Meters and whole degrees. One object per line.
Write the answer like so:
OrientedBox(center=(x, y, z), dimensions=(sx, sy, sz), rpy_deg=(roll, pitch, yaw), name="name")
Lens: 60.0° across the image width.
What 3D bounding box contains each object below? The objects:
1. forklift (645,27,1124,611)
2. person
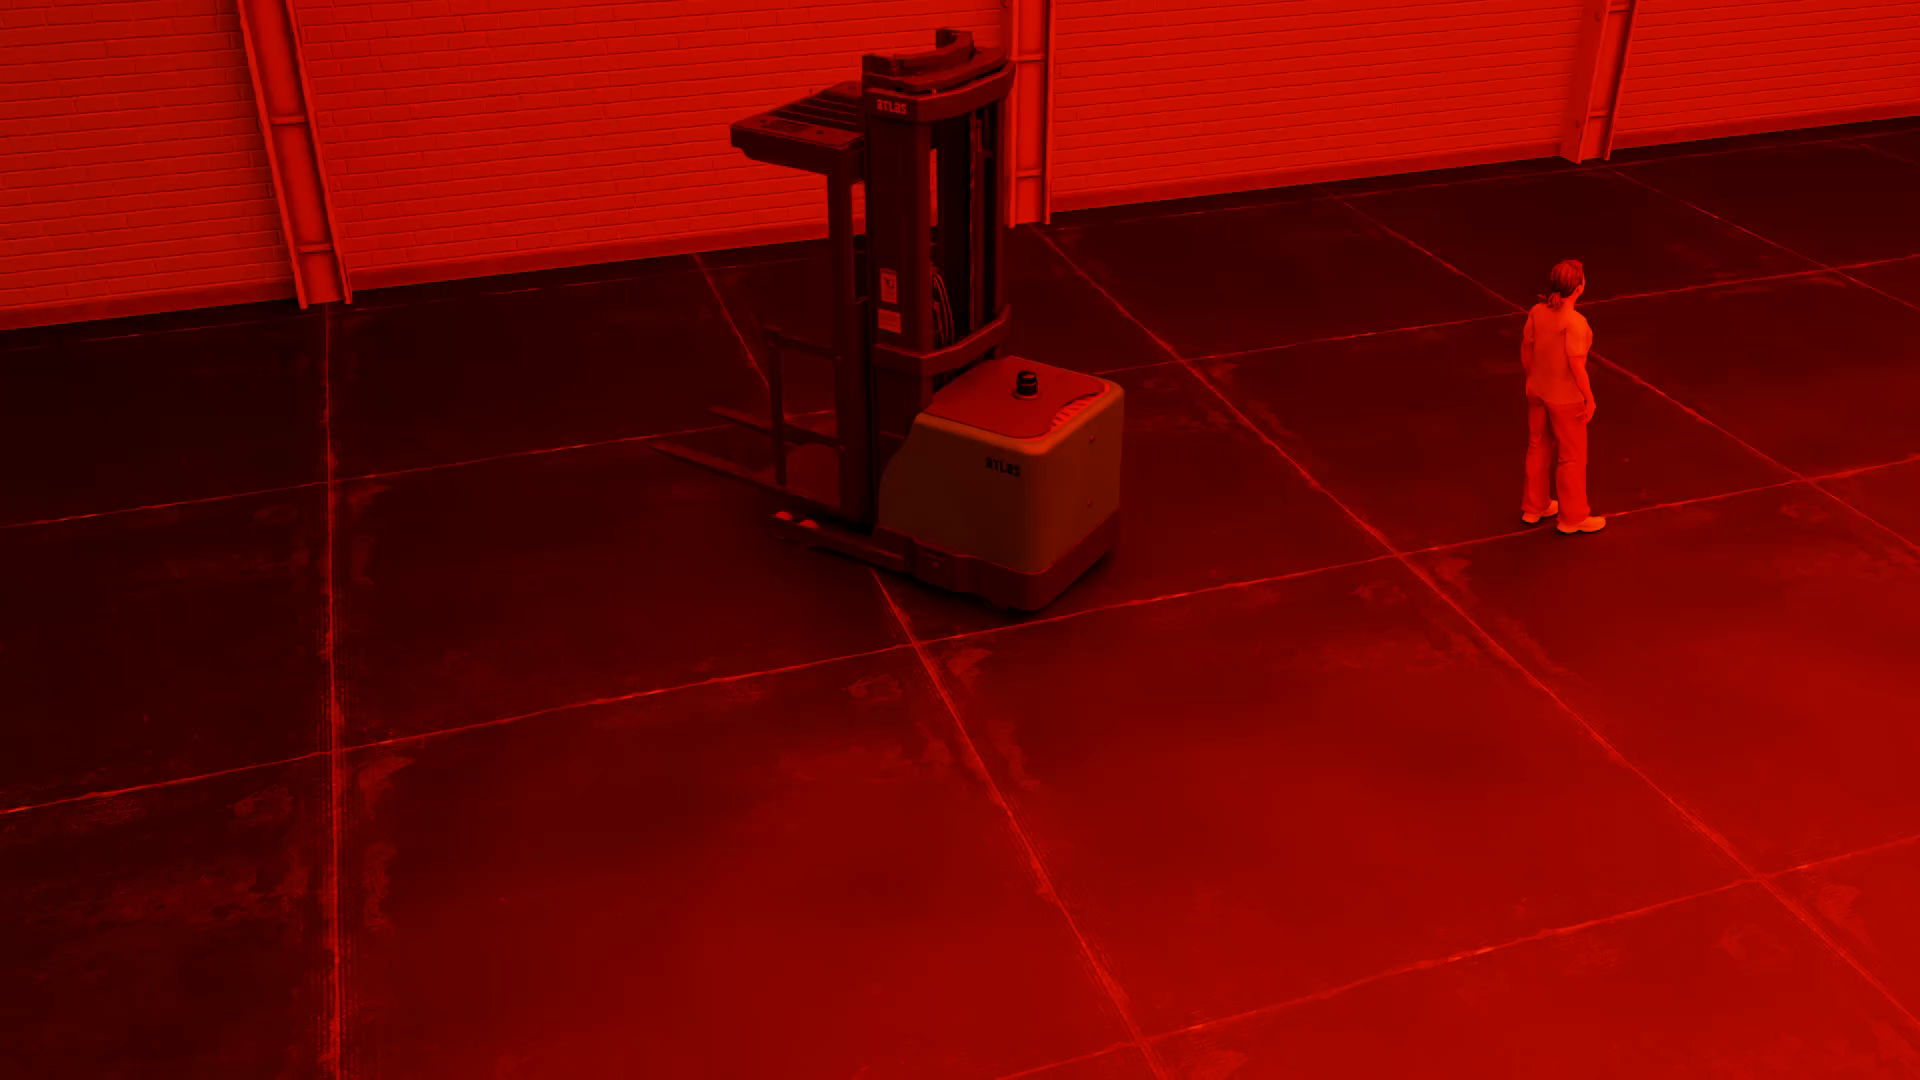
OrientedBox(center=(-0.569, -1.424, 9.562), dimensions=(3.031, 2.935, 1.130), rpy_deg=(18, 34, 28), name="forklift")
OrientedBox(center=(3.583, -0.862, 9.830), dimensions=(0.548, 1.673, 0.554), rpy_deg=(-13, 32, -21), name="person")
